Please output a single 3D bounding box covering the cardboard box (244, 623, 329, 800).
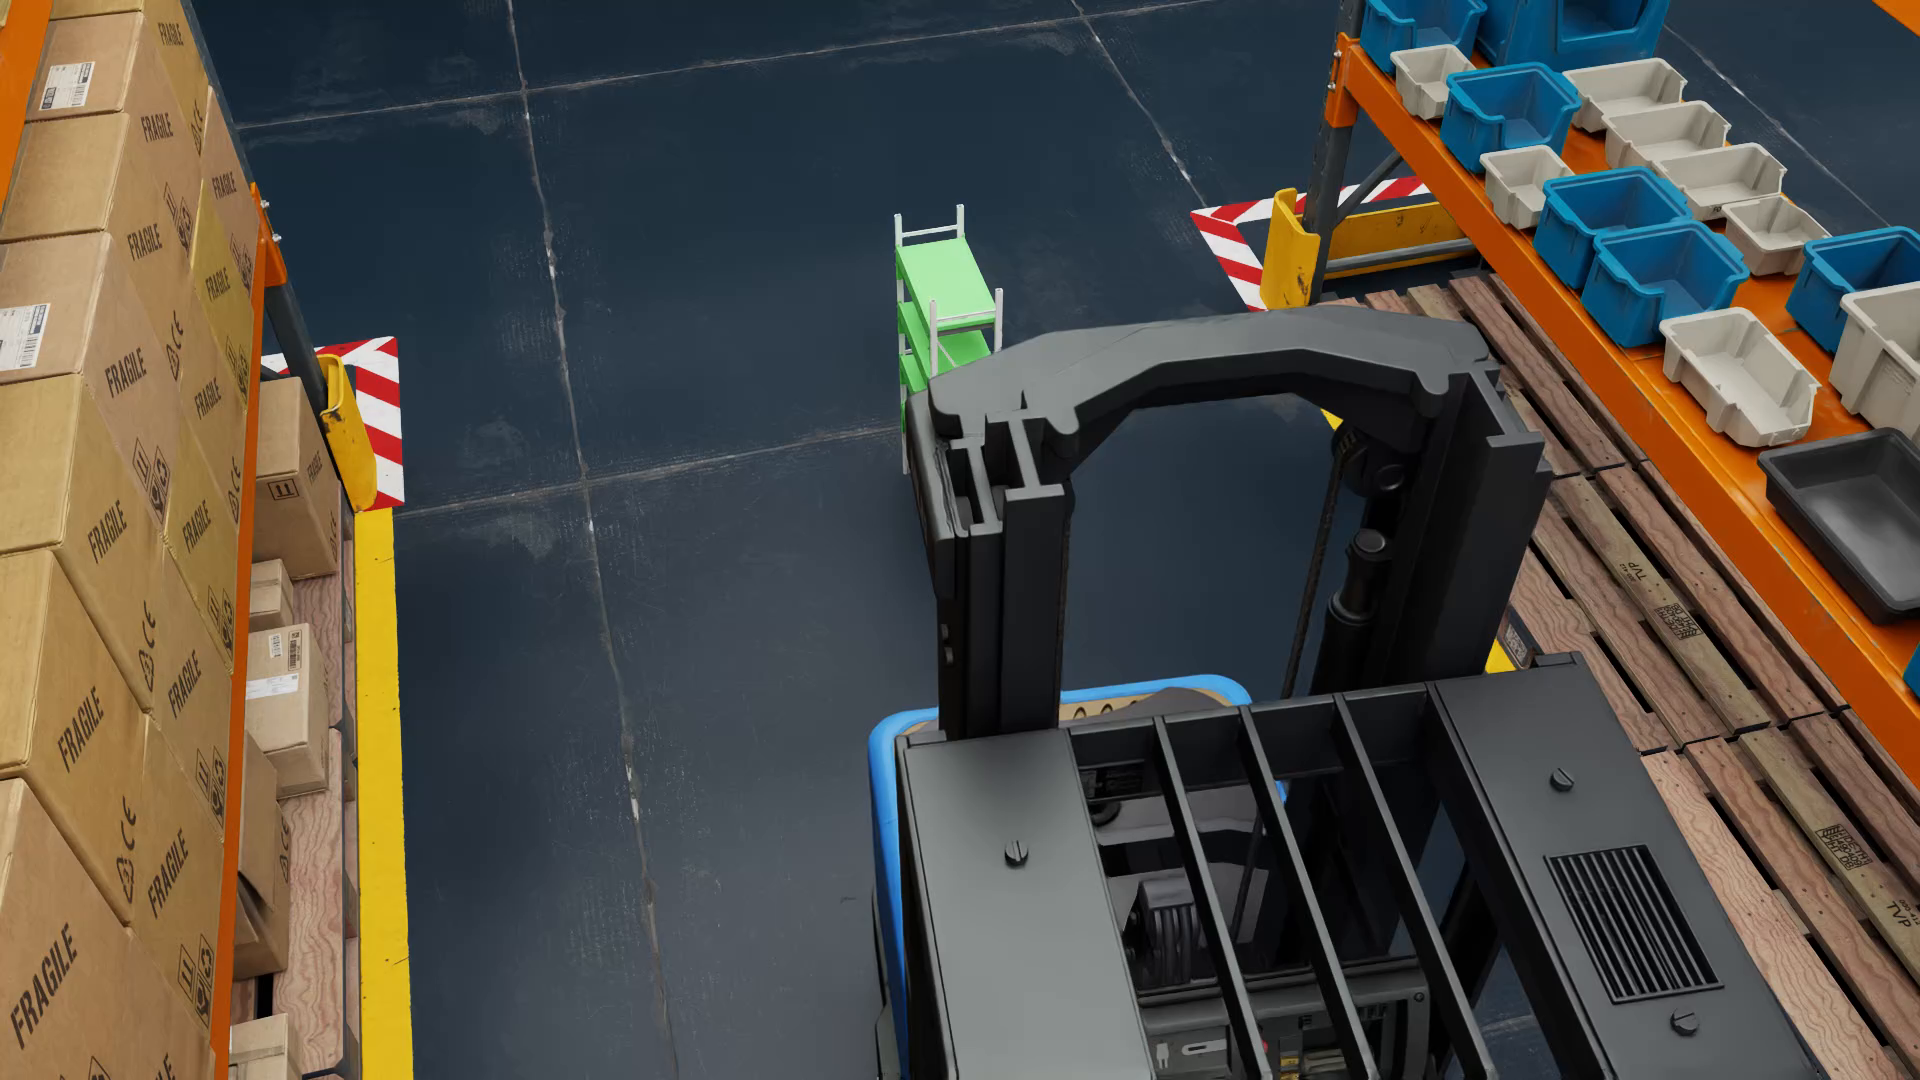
[{"bbox_3d":[-2.269,0.565,5.213,0.500,0.250,0.500,-11,47,-10],"label":"cardboard box"}]

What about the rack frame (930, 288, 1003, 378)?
[{"bbox_3d":[0.020,-0.366,5.768,0.240,1.200,0.015,-11,47,-10],"label":"rack frame"}]

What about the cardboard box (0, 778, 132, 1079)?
[{"bbox_3d":[-1.685,0.765,2.630,0.500,0.500,0.500,-10,46,-9],"label":"cardboard box"}]

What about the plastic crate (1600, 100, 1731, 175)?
[{"bbox_3d":[2.373,-1.334,5.600,0.396,0.136,0.243,-11,47,-10],"label":"plastic crate"}]

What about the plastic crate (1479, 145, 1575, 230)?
[{"bbox_3d":[1.849,-1.131,5.401,0.250,0.136,0.298,-11,47,-10],"label":"plastic crate"}]

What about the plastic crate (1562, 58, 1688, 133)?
[{"bbox_3d":[2.312,-1.537,5.798,0.396,0.136,0.243,-11,47,-10],"label":"plastic crate"}]

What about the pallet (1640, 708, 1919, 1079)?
[{"bbox_3d":[2.727,1.099,5.025,1.003,0.211,1.213,-11,47,-10],"label":"pallet"}]

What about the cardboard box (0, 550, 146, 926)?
[{"bbox_3d":[-1.818,0.409,2.979,0.500,0.500,0.500,-12,47,-12],"label":"cardboard box"}]

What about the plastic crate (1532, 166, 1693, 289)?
[{"bbox_3d":[2.011,-0.961,5.166,0.416,0.233,0.300,-11,47,-10],"label":"plastic crate"}]

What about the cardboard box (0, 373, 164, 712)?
[{"bbox_3d":[-1.949,0.054,3.327,0.500,0.500,0.500,-12,47,-11],"label":"cardboard box"}]

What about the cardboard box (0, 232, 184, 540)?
[{"bbox_3d":[-2.082,-0.303,3.676,0.500,0.500,0.500,-9,46,-9],"label":"cardboard box"}]

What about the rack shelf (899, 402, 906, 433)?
[{"bbox_3d":[-0.042,-0.322,6.151,0.258,0.148,0.480,-11,47,-10],"label":"rack shelf"}]

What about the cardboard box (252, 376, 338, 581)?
[{"bbox_3d":[-2.483,-0.184,5.772,0.500,0.500,0.500,-11,47,-10],"label":"cardboard box"}]

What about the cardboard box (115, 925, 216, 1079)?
[{"bbox_3d":[-1.704,1.090,3.012,0.500,0.500,0.500,-10,46,-9],"label":"cardboard box"}]

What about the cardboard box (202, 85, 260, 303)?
[{"bbox_3d":[-2.483,-1.010,5.070,0.500,0.500,0.500,-9,46,-9],"label":"cardboard box"}]

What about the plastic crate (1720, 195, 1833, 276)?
[{"bbox_3d":[2.561,-0.945,5.219,0.298,0.136,0.250,-11,47,-10],"label":"plastic crate"}]

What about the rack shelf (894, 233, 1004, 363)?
[{"bbox_3d":[-0.042,-0.825,5.636,0.258,0.148,0.480,-11,47,-10],"label":"rack shelf"}]

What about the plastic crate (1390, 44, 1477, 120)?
[{"bbox_3d":[1.676,-1.599,5.860,0.250,0.136,0.298,-11,47,-10],"label":"plastic crate"}]

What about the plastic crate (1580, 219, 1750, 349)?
[{"bbox_3d":[2.087,-0.754,4.963,0.416,0.233,0.300,-11,47,-10],"label":"plastic crate"}]

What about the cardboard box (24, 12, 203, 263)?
[{"bbox_3d":[-2.351,-1.014,4.374,0.500,0.500,0.500,-10,46,-9],"label":"cardboard box"}]

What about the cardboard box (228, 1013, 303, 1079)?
[{"bbox_3d":[-1.966,1.440,4.415,0.380,0.166,0.250,-11,47,-10],"label":"cardboard box"}]

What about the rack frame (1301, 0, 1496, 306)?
[{"bbox_3d":[1.929,-2.138,6.245,1.000,3.000,0.127,-11,47,-10],"label":"rack frame"}]

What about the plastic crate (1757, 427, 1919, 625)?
[{"bbox_3d":[2.406,-0.025,4.325,0.437,0.125,0.590,-11,47,-10],"label":"plastic crate"}]

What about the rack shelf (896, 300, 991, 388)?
[{"bbox_3d":[-0.042,-0.658,5.808,0.258,0.148,0.480,-11,47,-10],"label":"rack shelf"}]

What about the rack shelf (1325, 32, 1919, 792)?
[{"bbox_3d":[2.441,-0.505,5.149,1.077,0.370,4.000,-11,47,-10],"label":"rack shelf"}]

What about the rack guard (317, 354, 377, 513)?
[{"bbox_3d":[-2.841,-0.308,6.201,1.175,0.500,0.348,-11,47,-10],"label":"rack guard"}]

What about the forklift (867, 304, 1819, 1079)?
[{"bbox_3d":[0.484,1.166,3.055,1.130,2.935,3.031,-6,46,-6],"label":"forklift"}]

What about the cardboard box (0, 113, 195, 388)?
[{"bbox_3d":[-2.214,-0.657,4.024,0.500,0.500,0.500,-10,46,-9],"label":"cardboard box"}]

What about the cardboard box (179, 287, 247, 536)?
[{"bbox_3d":[-2.224,-0.307,4.381,0.500,0.500,0.500,-10,46,-10],"label":"cardboard box"}]

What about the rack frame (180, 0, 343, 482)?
[{"bbox_3d":[-2.861,-1.235,5.360,1.000,3.000,0.127,-11,47,-10],"label":"rack frame"}]

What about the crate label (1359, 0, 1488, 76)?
[{"bbox_3d":[1.673,-1.870,6.057,0.416,0.233,0.303,-11,47,-10],"label":"crate label"}]

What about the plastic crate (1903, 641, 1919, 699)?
[{"bbox_3d":[2.503,0.348,3.778,0.392,0.384,0.575,-11,47,-10],"label":"plastic crate"}]

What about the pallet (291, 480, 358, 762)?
[{"bbox_3d":[-2.636,0.344,5.765,1.003,0.211,1.213,-11,47,-10],"label":"pallet"}]

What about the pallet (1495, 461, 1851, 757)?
[{"bbox_3d":[2.411,0.255,5.852,1.003,0.211,1.213,-11,47,-10],"label":"pallet"}]

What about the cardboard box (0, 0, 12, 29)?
[{"bbox_3d":[-2.216,-1.236,3.366,0.500,0.250,0.500,-11,47,-10],"label":"cardboard box"}]

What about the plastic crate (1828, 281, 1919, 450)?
[{"bbox_3d":[2.740,-0.444,4.626,0.437,0.282,0.530,-11,47,-10],"label":"plastic crate"}]

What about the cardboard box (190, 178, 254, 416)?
[{"bbox_3d":[-2.347,-0.653,4.720,0.500,0.500,0.500,-10,46,-10],"label":"cardboard box"}]

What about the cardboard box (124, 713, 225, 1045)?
[{"bbox_3d":[-1.838,0.737,3.357,0.500,0.500,0.500,-10,46,-10],"label":"cardboard box"}]

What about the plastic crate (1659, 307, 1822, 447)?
[{"bbox_3d":[2.216,-0.452,4.736,0.293,0.136,0.466,-11,47,-10],"label":"plastic crate"}]

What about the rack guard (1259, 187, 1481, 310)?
[{"bbox_3d":[1.910,-1.277,7.152,1.175,0.500,0.348,-11,47,-10],"label":"rack guard"}]

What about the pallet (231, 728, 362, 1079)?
[{"bbox_3d":[-2.327,1.185,4.941,1.003,0.211,1.213,-11,47,-10],"label":"pallet"}]

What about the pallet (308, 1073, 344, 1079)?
[{"bbox_3d":[-2.012,2.028,4.114,1.003,0.211,1.213,-11,47,-10],"label":"pallet"}]

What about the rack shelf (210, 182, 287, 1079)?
[{"bbox_3d":[-2.349,0.398,4.264,1.077,0.370,4.000,-11,47,-10],"label":"rack shelf"}]

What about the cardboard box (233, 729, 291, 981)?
[{"bbox_3d":[-2.323,0.950,4.658,0.797,0.503,0.637,-11,47,-10],"label":"cardboard box"}]

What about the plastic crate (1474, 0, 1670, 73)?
[{"bbox_3d":[2.195,-1.974,6.018,0.616,0.435,0.499,-11,47,-10],"label":"plastic crate"}]

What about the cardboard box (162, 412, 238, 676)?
[{"bbox_3d":[-2.095,0.040,4.040,0.500,0.500,0.500,-11,47,-11],"label":"cardboard box"}]

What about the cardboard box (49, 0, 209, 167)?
[{"bbox_3d":[-2.481,-1.363,4.715,0.500,0.500,0.500,-11,47,-11],"label":"cardboard box"}]

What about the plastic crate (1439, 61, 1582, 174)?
[{"bbox_3d":[1.842,-1.415,5.612,0.416,0.233,0.300,-11,47,-10],"label":"plastic crate"}]

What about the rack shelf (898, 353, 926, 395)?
[{"bbox_3d":[-0.042,-0.490,5.979,0.258,0.148,0.480,-11,47,-10],"label":"rack shelf"}]

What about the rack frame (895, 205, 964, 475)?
[{"bbox_3d":[-0.105,-0.703,6.099,0.240,1.200,0.015,-11,47,-10],"label":"rack frame"}]

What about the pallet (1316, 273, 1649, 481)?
[{"bbox_3d":[2.102,-0.586,6.676,1.003,0.211,1.213,-11,47,-10],"label":"pallet"}]

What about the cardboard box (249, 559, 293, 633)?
[{"bbox_3d":[-2.467,0.229,5.601,0.380,0.166,0.250,-11,47,-10],"label":"cardboard box"}]

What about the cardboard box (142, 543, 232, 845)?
[{"bbox_3d":[-1.964,0.391,3.696,0.500,0.500,0.500,-11,47,-11],"label":"cardboard box"}]

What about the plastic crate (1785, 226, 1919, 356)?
[{"bbox_3d":[2.702,-0.729,4.940,0.416,0.233,0.300,-11,47,-10],"label":"plastic crate"}]

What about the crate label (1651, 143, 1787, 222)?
[{"bbox_3d":[2.467,-1.146,5.416,0.396,0.136,0.243,-11,47,-10],"label":"crate label"}]

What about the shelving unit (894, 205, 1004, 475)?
[{"bbox_3d":[-0.042,-0.534,5.933,0.258,1.200,0.503,-11,47,-10],"label":"shelving unit"}]
